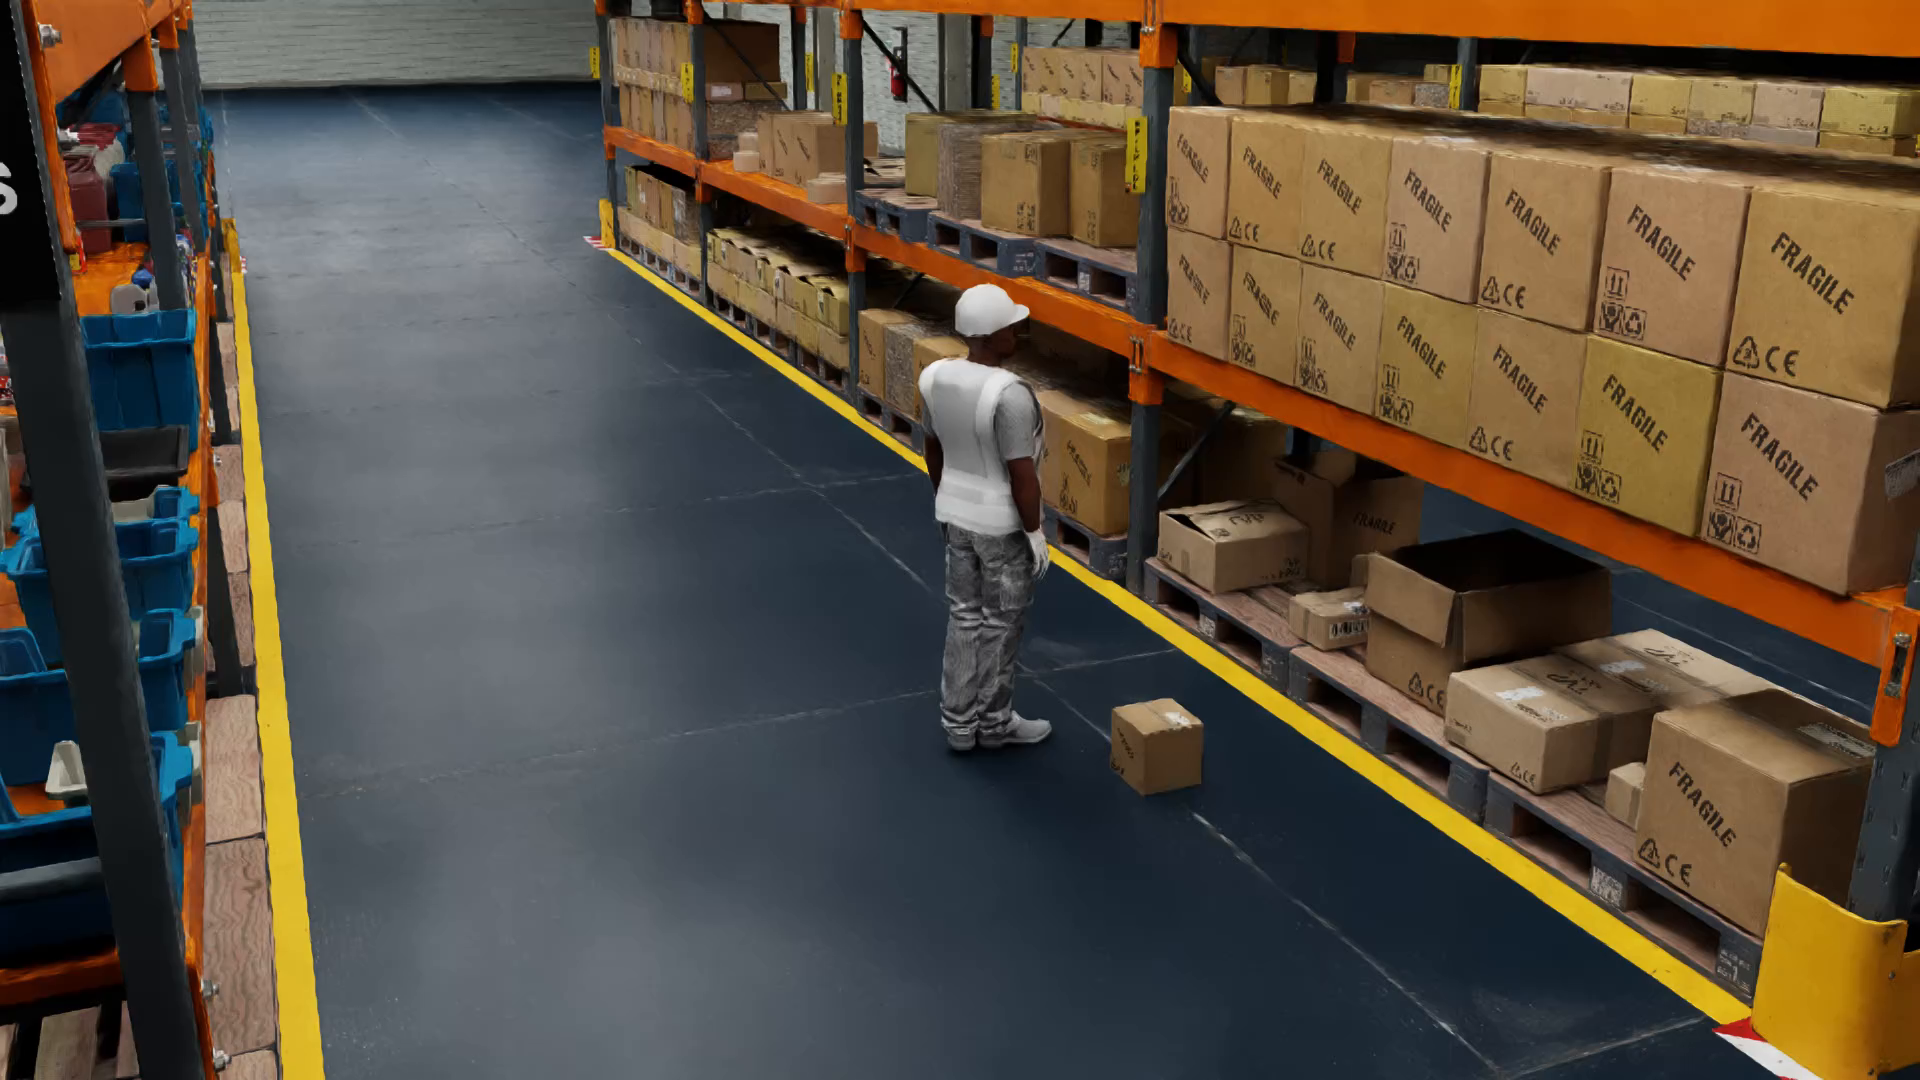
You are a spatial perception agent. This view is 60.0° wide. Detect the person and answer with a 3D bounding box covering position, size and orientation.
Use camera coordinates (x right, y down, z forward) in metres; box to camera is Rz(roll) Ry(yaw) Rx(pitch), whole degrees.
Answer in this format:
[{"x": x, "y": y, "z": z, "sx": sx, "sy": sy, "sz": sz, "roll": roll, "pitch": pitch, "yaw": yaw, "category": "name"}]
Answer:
[{"x": 0.107, "y": -0.076, "z": 6.220, "sx": 0.601, "sy": 1.788, "sz": 0.410, "roll": 17, "pitch": 25, "yaw": 42, "category": "person"}]
